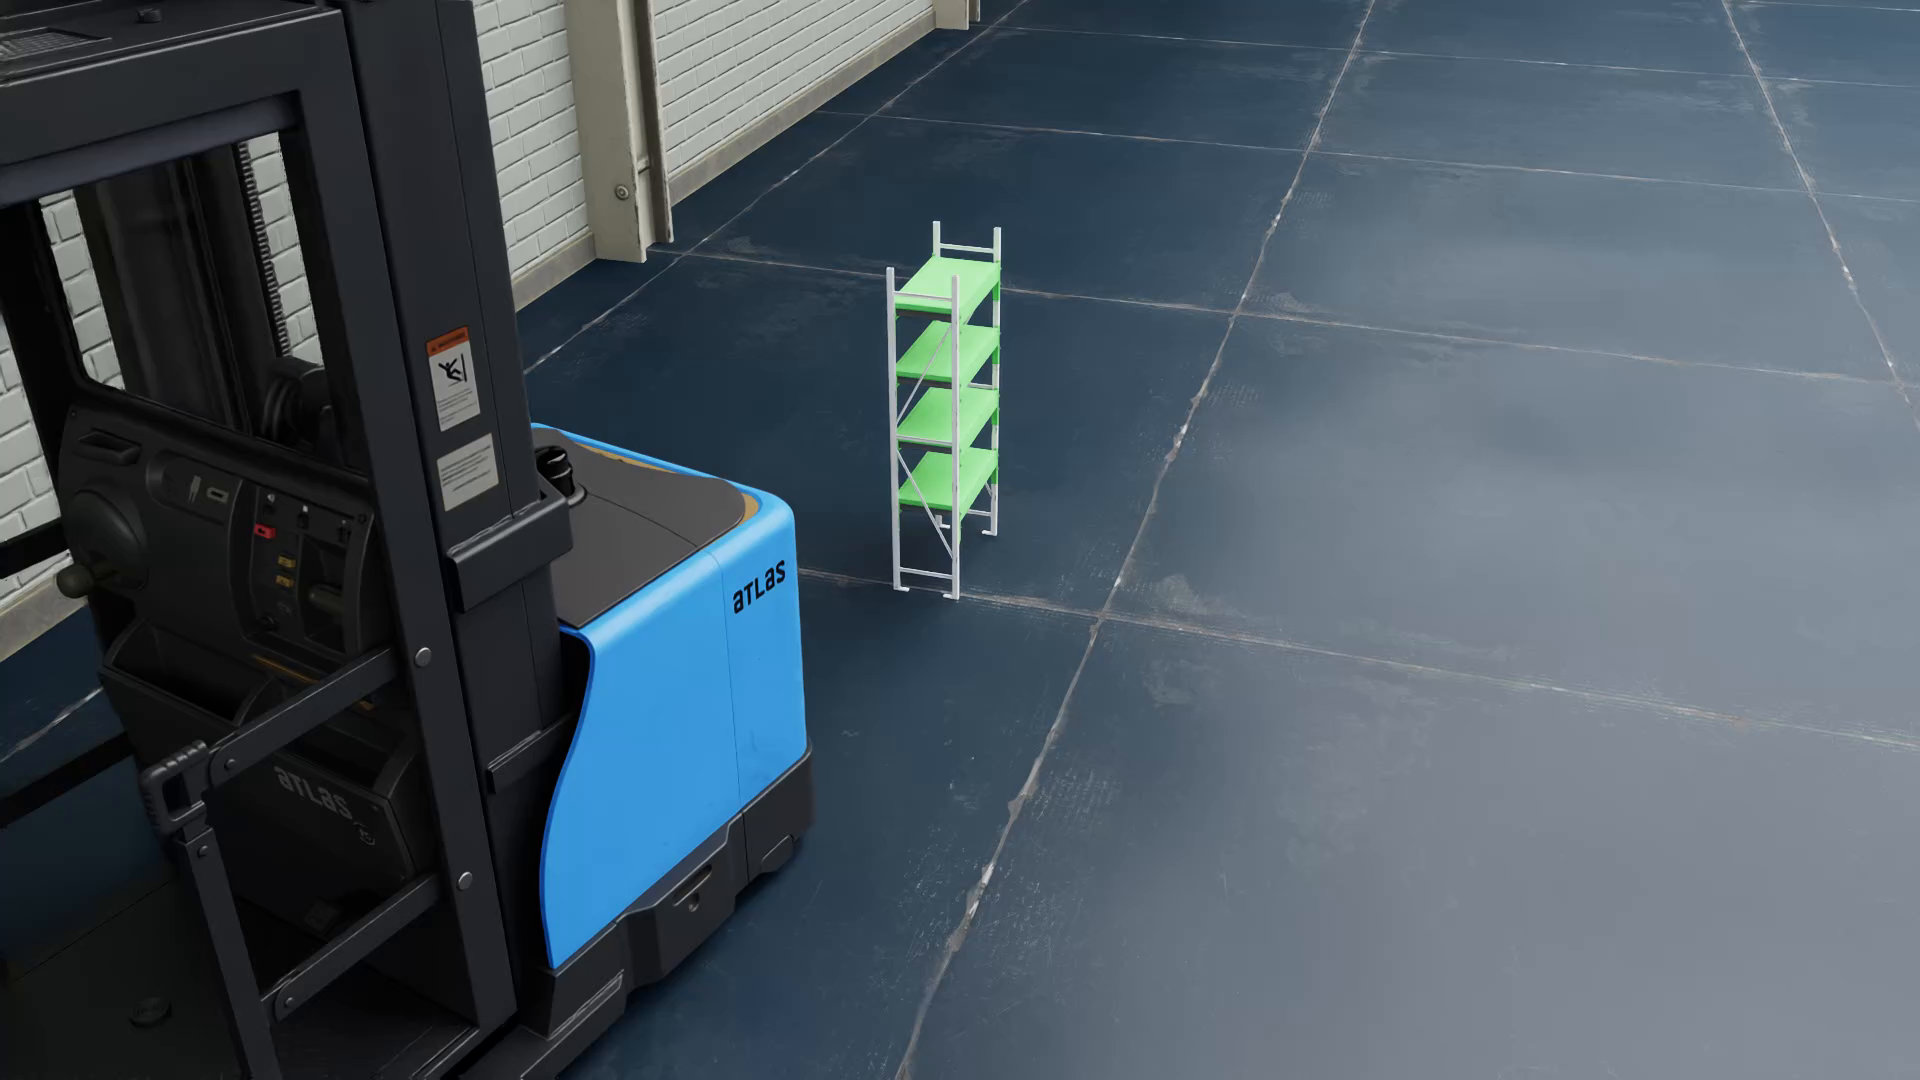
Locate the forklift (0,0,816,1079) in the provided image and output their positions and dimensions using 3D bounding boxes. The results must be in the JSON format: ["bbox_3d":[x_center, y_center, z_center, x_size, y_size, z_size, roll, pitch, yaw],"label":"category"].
[{"bbox_3d":[-1.607,0.039,3.164,1.130,2.935,3.031,17,33,27],"label":"forklift"}]

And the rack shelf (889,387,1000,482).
[{"bbox_3d":[-0.049,-0.392,5.851,0.258,0.148,0.480,8,30,15],"label":"rack shelf"}]

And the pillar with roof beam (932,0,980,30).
[{"bbox_3d":[4.082,-7.706,10.847,9.100,9.000,0.400,8,30,15],"label":"pillar with roof beam"}]

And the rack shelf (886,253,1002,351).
[{"bbox_3d":[-0.049,-0.811,5.618,0.258,0.148,0.480,8,30,15],"label":"rack shelf"}]

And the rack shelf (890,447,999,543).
[{"bbox_3d":[-0.049,-0.182,5.968,0.258,0.148,0.480,8,30,15],"label":"rack shelf"}]

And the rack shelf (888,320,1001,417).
[{"bbox_3d":[-0.049,-0.601,5.734,0.258,0.148,0.480,8,30,15],"label":"rack shelf"}]

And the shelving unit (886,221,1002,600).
[{"bbox_3d":[-0.049,-0.447,5.820,0.258,1.200,0.503,8,30,15],"label":"shelving unit"}]

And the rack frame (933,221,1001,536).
[{"bbox_3d":[0.023,-0.561,6.024,0.240,1.200,0.015,8,30,15],"label":"rack frame"}]

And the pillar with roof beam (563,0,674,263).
[{"bbox_3d":[2.321,-4.918,5.834,9.100,9.000,0.400,8,30,15],"label":"pillar with roof beam"}]

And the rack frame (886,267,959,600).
[{"bbox_3d":[-0.120,-0.334,5.616,0.240,1.200,0.015,8,30,15],"label":"rack frame"}]
